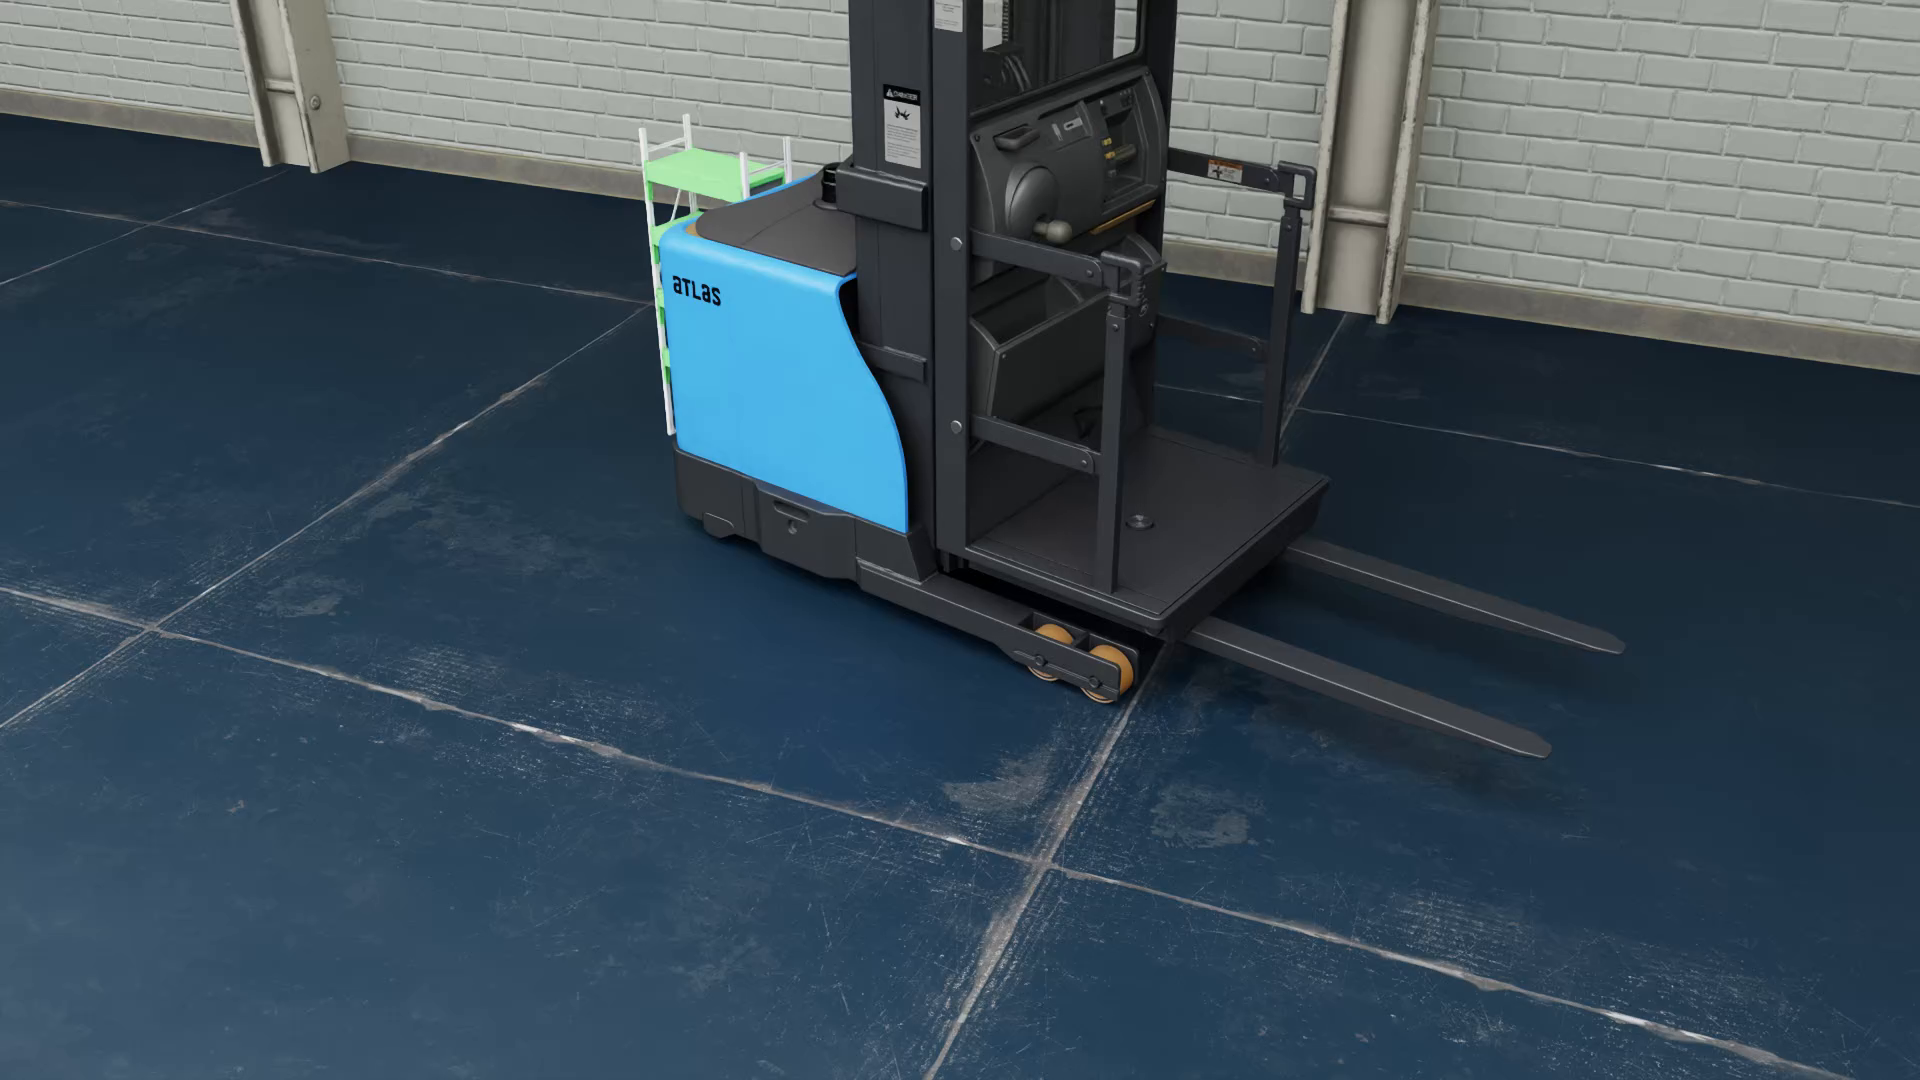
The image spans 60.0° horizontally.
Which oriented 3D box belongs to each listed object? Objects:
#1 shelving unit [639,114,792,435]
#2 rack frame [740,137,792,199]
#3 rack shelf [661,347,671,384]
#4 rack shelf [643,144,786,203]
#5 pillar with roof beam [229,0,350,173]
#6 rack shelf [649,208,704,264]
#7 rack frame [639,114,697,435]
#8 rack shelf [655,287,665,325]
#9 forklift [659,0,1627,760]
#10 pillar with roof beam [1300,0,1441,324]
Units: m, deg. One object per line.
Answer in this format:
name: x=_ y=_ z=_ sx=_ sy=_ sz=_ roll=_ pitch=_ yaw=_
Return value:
shelving unit: x=-0.864 y=-0.907 z=6.136 sx=0.503 sy=1.200 sz=0.258 roll=20 pitch=35 yaw=31
rack frame: x=-0.669 y=-0.836 z=6.009 sx=0.015 sy=1.200 sz=0.240 roll=20 pitch=35 yaw=31
rack shelf: x=-0.864 y=-0.643 z=6.285 sx=0.480 sy=0.148 sz=0.258 roll=20 pitch=35 yaw=31
rack shelf: x=-0.864 y=-1.270 z=5.931 sx=0.480 sy=0.148 sz=0.258 roll=20 pitch=35 yaw=31
pillar with roof beam: x=-5.384 y=-4.138 z=3.926 sx=0.400 sy=9.000 sz=9.100 roll=11 pitch=31 yaw=19
rack shelf: x=-0.864 y=-1.061 z=6.049 sx=0.480 sy=0.148 sz=0.258 roll=20 pitch=35 yaw=31
rack frame: x=-1.060 y=-0.979 z=6.263 sx=0.015 sy=1.200 sz=0.240 roll=20 pitch=35 yaw=31
rack shelf: x=-0.864 y=-0.852 z=6.167 sx=0.480 sy=0.148 sz=0.258 roll=20 pitch=35 yaw=31
forklift: x=0.499 y=-1.093 z=4.705 sx=3.031 sy=2.935 sz=1.130 roll=20 pitch=35 yaw=31
pillar with roof beam: x=0.176 y=-3.028 z=1.963 sx=0.400 sy=9.000 sz=9.100 roll=11 pitch=31 yaw=19
